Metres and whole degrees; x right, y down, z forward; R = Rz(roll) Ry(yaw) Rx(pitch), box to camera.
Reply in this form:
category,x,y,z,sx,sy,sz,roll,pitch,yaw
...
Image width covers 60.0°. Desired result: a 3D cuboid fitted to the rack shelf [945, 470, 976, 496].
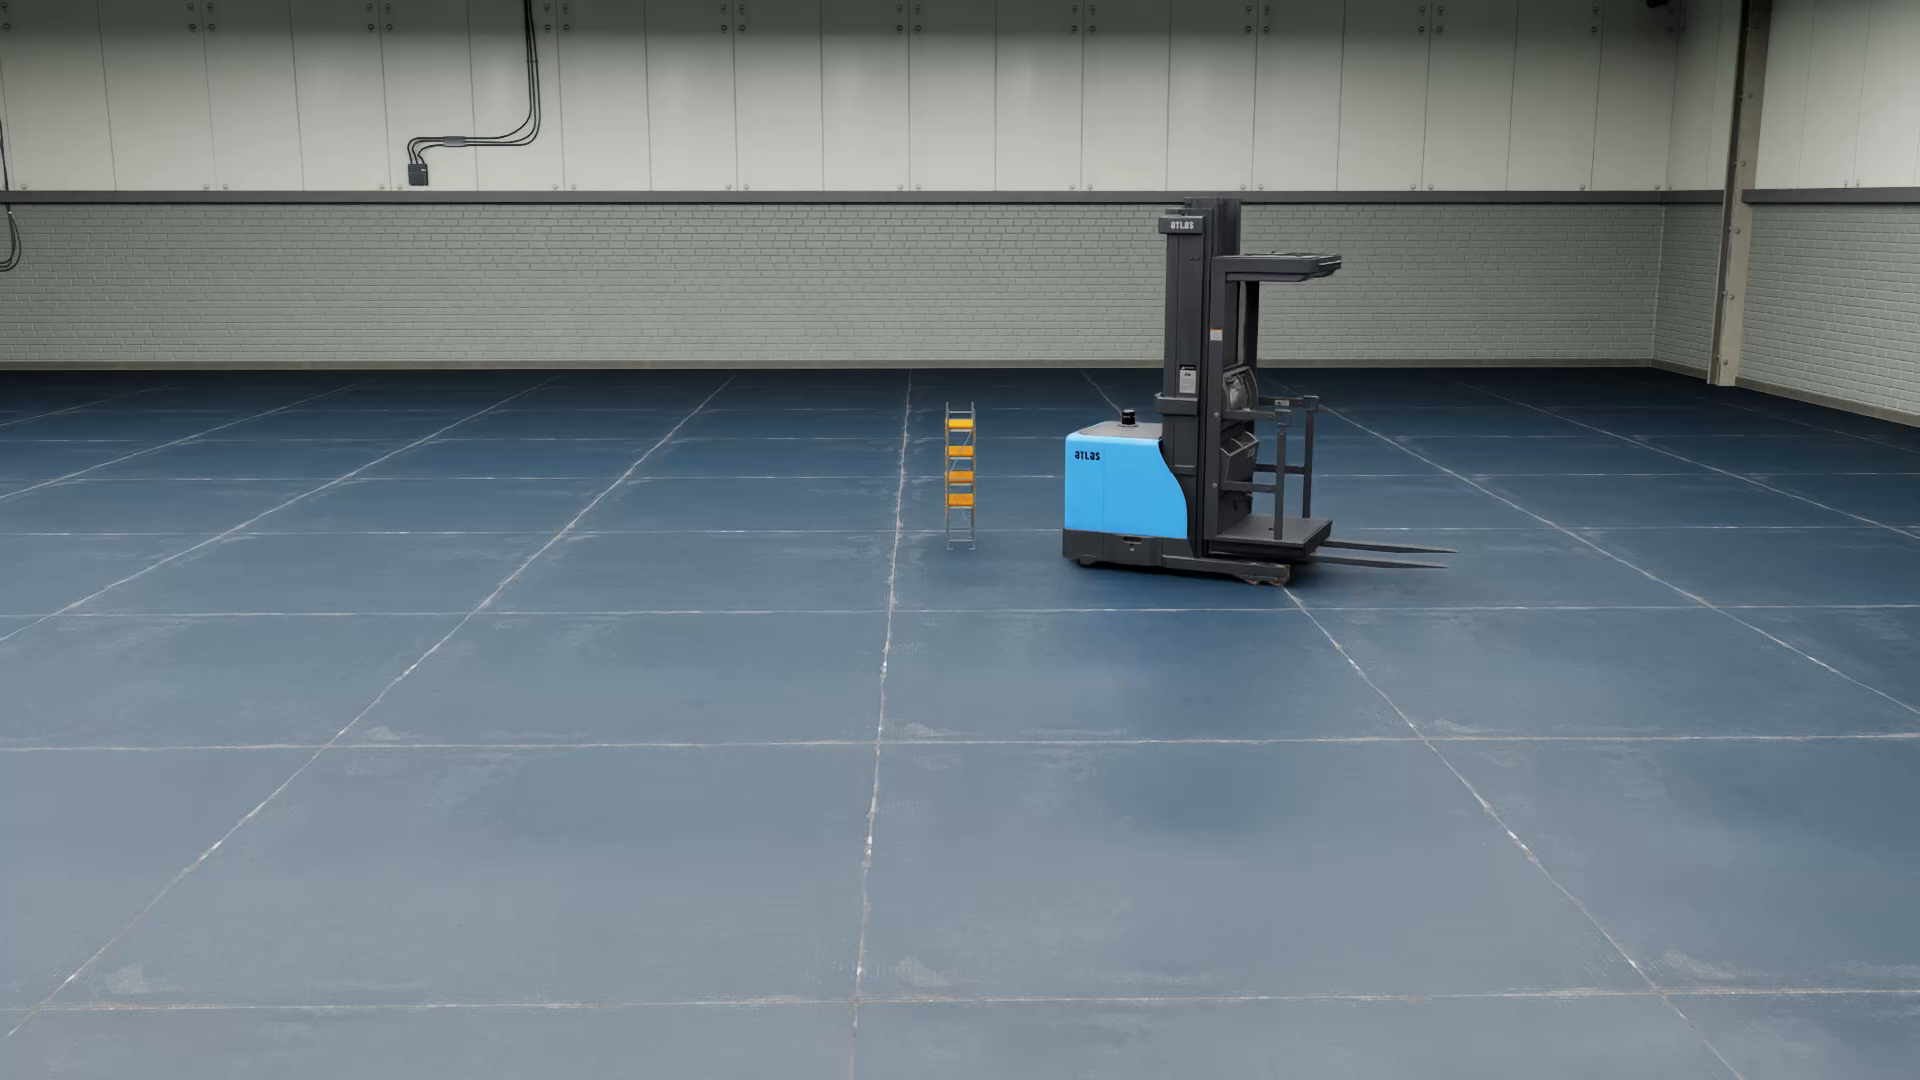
category,x,y,z,sx,sy,sz,roll,pitch,yaw
rack shelf,0.003,-0.489,14.291,0.258,0.148,0.480,0,11,-1

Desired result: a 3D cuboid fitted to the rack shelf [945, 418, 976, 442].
category,x,y,z,sx,sy,sz,roll,pitch,yaw
rack shelf,0.003,-0.940,14.199,0.258,0.148,0.480,0,11,-1

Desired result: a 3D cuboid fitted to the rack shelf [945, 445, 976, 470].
category,x,y,z,sx,sy,sz,roll,pitch,yaw
rack shelf,0.003,-0.708,14.247,0.258,0.148,0.480,0,11,-1

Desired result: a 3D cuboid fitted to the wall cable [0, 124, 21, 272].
category,x,y,z,sx,sy,sz,roll,pitch,yaw
wall cable,-17.866,-5.872,28.681,3.097,2.526,0.112,0,11,-1

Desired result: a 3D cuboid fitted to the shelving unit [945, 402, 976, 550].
category,x,y,z,sx,sy,sz,roll,pitch,yaw
shelving unit,0.003,-0.555,14.278,0.258,1.200,0.503,0,11,-1

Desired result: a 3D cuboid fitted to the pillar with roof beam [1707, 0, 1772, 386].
category,x,y,z,sx,sy,sz,roll,pitch,yaw
pillar with roof beam,8.062,-6.915,26.010,9.100,9.000,0.400,0,11,-1

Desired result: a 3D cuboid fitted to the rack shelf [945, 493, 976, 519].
category,x,y,z,sx,sy,sz,roll,pitch,yaw
rack shelf,0.003,-0.295,14.330,0.258,0.148,0.480,0,11,-1

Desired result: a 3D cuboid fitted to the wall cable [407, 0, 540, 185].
category,x,y,z,sx,sy,sz,roll,pitch,yaw
wall cable,-8.375,-9.097,28.211,2.305,6.003,0.169,0,11,-1

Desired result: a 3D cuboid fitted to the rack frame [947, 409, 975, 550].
category,x,y,z,sx,sy,sz,roll,pitch,yaw
rack frame,0.008,-0.507,14.039,0.240,1.200,0.015,0,11,-1

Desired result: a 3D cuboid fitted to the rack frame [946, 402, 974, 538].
category,x,y,z,sx,sy,sz,roll,pitch,yaw
rack frame,-0.002,-0.604,14.517,0.240,1.200,0.015,0,11,-1

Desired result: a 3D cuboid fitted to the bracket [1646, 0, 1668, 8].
category,x,y,z,sx,sy,sz,roll,pitch,yaw
bracket,11.953,-9.249,28.460,0.235,0.232,0.430,0,11,-1

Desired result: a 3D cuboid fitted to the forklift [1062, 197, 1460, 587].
category,x,y,z,sx,sy,sz,roll,pitch,yaw
forklift,2.398,-1.198,13.094,3.031,2.935,1.130,5,13,23
